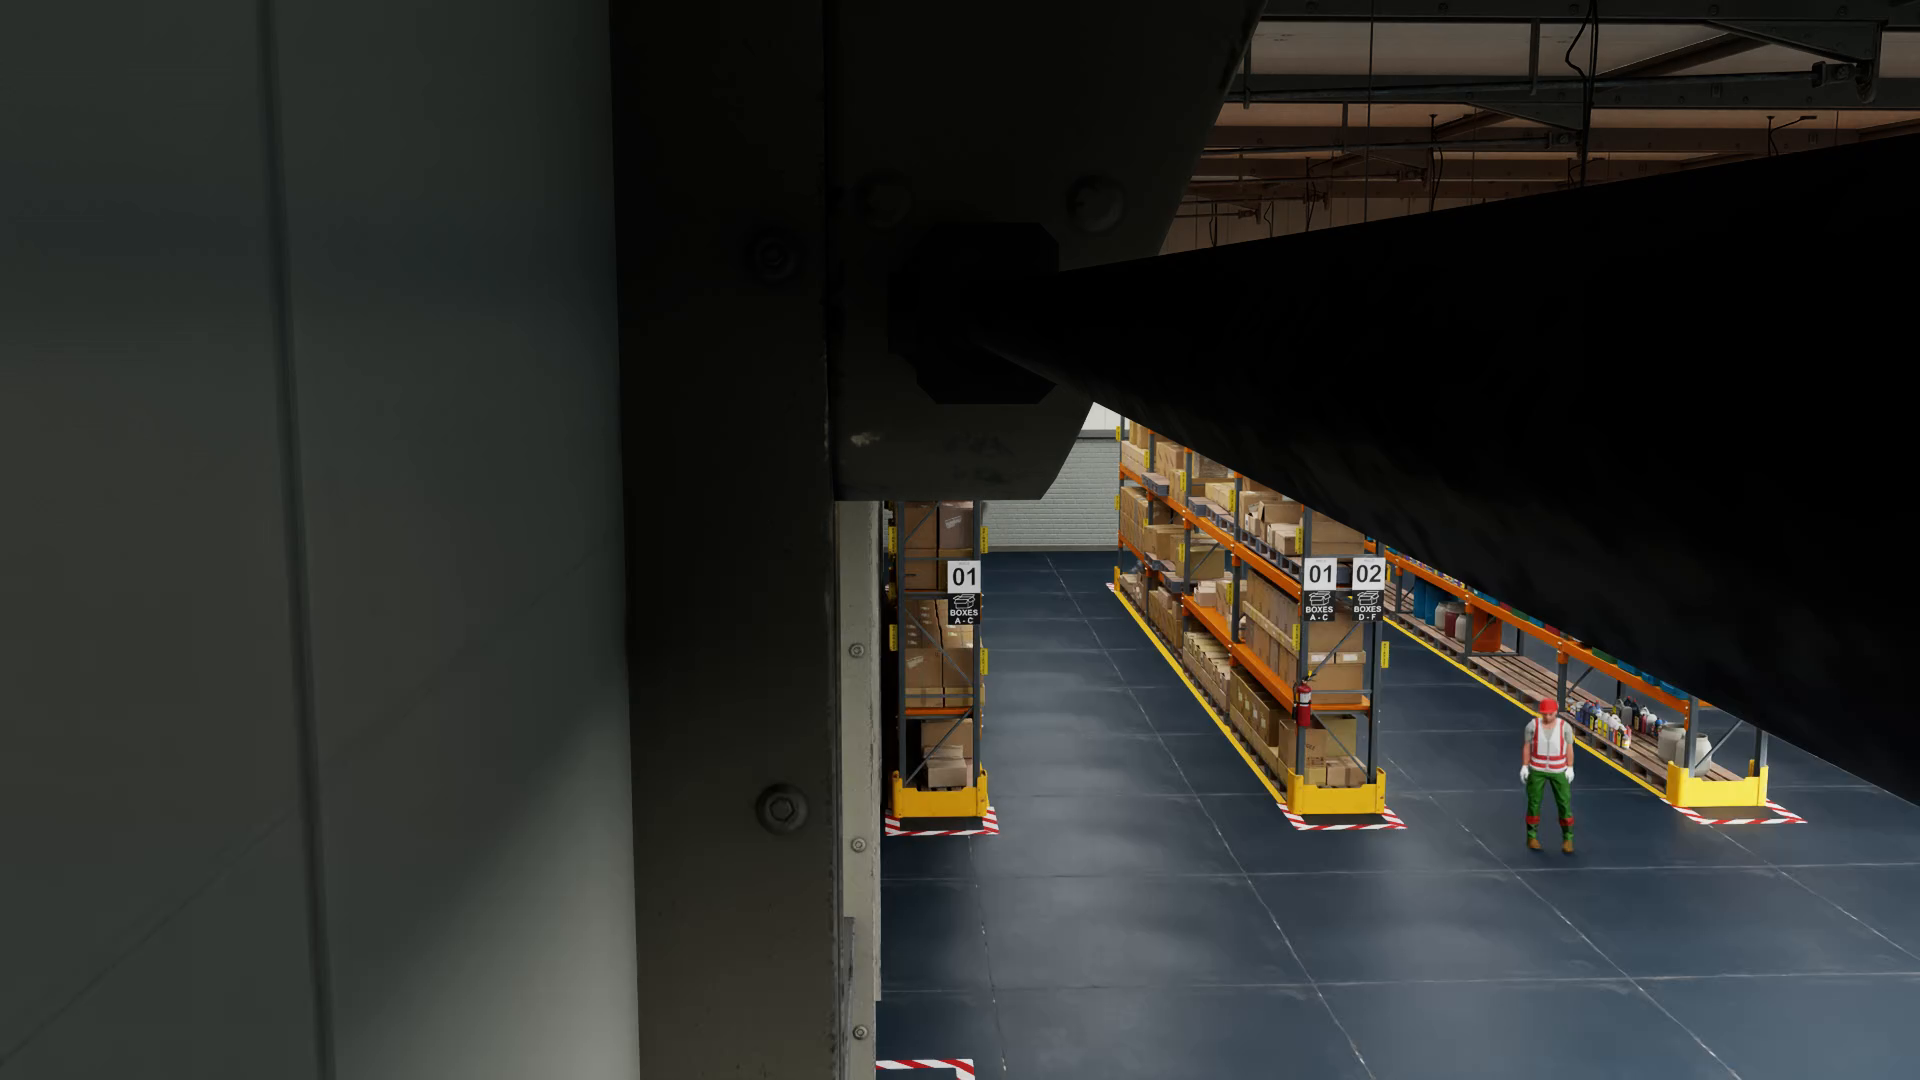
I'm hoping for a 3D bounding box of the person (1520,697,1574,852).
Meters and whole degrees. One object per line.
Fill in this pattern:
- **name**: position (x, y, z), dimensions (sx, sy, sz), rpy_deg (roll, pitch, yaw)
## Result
- **person**: position (6.817, 2.686, 19.248), dimensions (0.628, 1.784, 0.407), rpy_deg (3, 9, 20)
